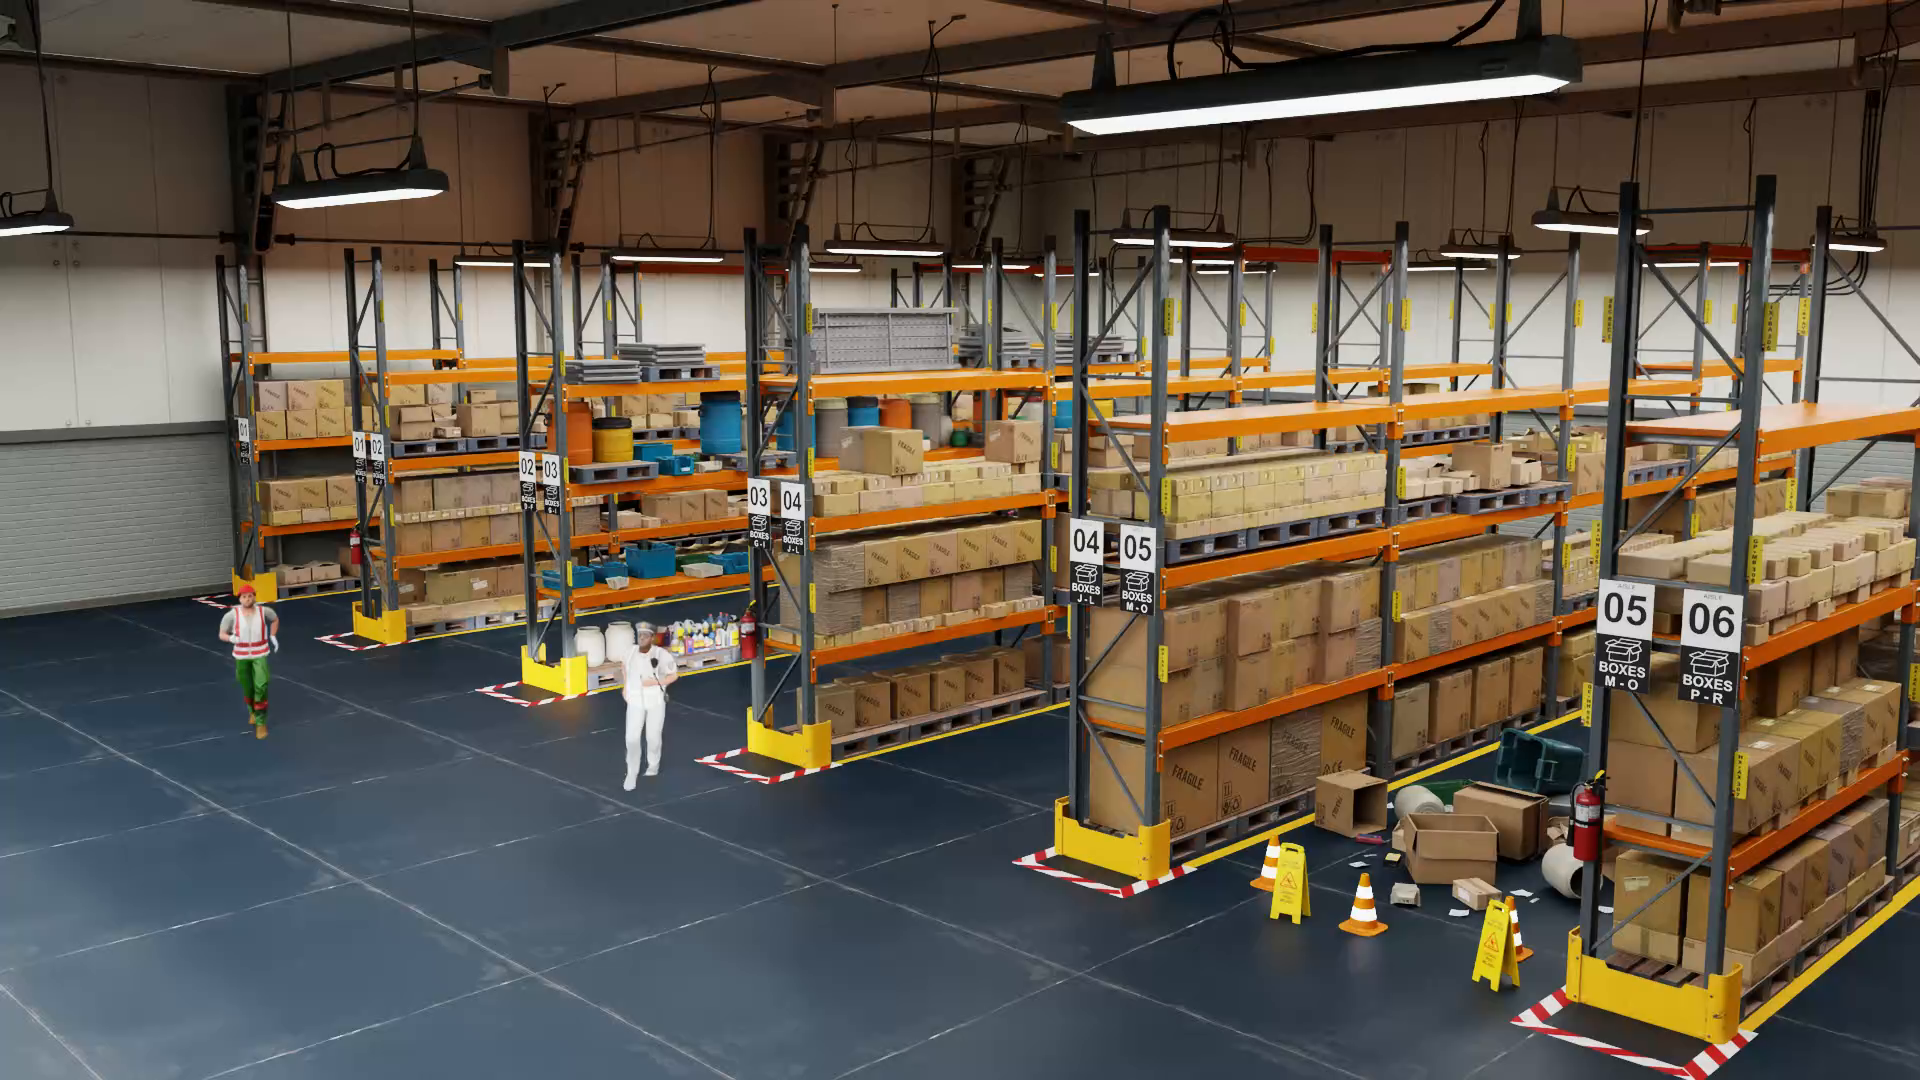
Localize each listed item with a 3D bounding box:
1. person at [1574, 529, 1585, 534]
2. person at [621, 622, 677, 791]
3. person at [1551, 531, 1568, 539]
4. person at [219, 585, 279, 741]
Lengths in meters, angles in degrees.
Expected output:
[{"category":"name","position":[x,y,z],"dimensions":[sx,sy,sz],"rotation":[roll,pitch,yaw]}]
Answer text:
[{"category":"person","position":[9.756,0.668,26.198],"dimensions":[0.755,1.710,0.589],"rotation":[-7,11,-40]},{"category":"person","position":[-3.358,1.772,17.946],"dimensions":[0.644,1.847,0.741],"rotation":[0,8,-1]},{"category":"person","position":[9.131,0.720,25.551],"dimensions":[0.580,1.749,0.733],"rotation":[7,11,41]},{"category":"person","position":[-8.554,1.435,20.033],"dimensions":[0.646,1.827,0.857],"rotation":[-3,8,-18]}]
